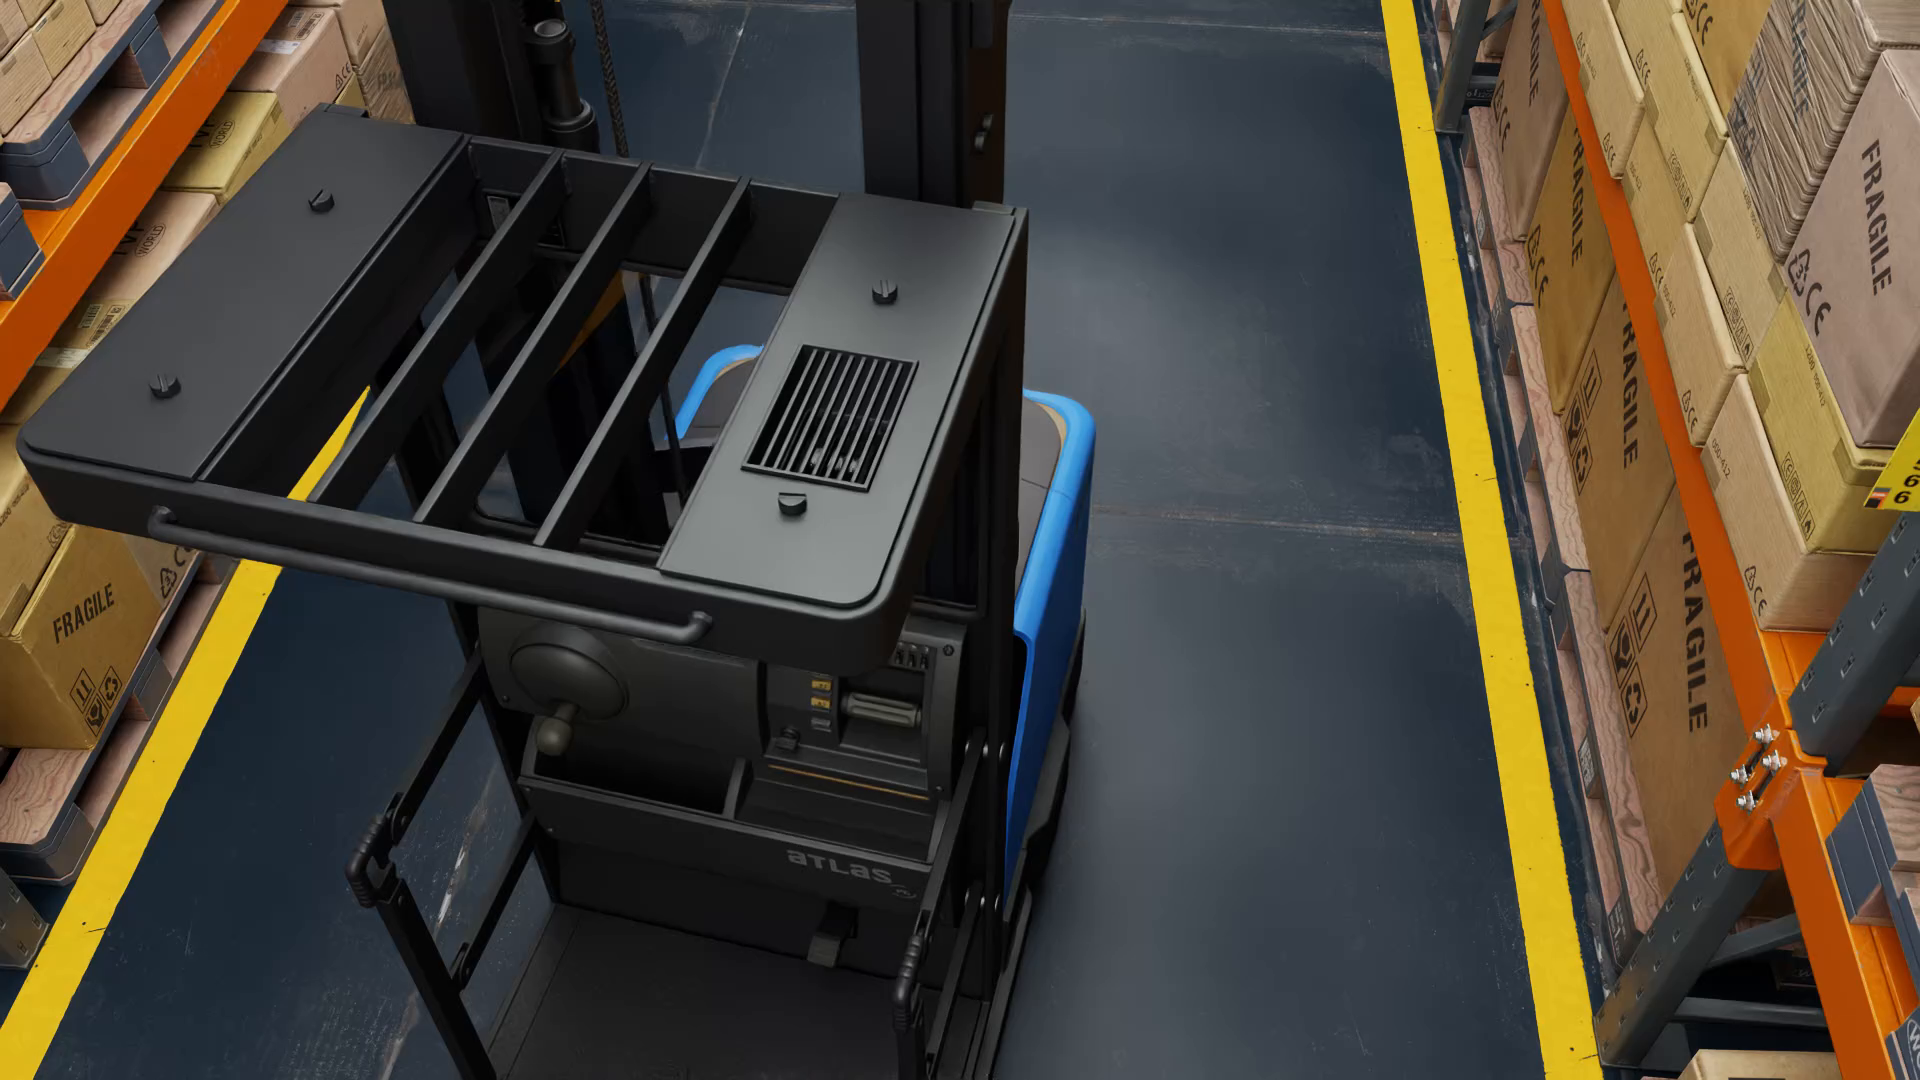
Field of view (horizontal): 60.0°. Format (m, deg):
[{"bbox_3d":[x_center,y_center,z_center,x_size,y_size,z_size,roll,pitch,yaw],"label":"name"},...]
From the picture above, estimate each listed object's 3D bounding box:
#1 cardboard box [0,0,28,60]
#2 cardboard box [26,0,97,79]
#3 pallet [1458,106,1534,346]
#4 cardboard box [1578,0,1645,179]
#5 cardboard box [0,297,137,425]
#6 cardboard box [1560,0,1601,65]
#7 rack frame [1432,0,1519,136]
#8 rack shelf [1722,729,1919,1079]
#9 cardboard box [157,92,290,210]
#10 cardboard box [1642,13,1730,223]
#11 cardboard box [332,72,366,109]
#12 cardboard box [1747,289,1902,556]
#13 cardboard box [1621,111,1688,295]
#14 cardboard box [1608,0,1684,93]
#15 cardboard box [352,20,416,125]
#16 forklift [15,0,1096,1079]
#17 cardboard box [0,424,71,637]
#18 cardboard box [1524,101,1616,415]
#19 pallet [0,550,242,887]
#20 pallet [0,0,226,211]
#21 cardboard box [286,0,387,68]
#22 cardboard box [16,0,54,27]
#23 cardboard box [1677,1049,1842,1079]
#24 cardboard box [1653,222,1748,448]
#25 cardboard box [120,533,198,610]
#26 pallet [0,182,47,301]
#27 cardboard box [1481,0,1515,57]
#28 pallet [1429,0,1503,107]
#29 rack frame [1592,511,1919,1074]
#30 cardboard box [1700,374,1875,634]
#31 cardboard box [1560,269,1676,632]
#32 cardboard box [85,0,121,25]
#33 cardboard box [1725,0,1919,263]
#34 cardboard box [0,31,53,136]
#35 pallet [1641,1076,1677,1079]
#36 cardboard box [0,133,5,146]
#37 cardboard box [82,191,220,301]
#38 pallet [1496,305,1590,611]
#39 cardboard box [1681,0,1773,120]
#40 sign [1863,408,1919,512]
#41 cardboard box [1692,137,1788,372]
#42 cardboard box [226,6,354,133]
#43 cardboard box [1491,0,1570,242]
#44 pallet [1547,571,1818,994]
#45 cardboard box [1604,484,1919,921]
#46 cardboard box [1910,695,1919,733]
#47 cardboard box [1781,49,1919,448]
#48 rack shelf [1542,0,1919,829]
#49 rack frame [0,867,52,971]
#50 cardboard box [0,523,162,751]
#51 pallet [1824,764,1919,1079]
[{"bbox_3d":[-2.535,-1.256,4.050,0.380,0.149,0.250,4,48,4],"label":"cardboard box"},{"bbox_3d":[-2.508,-1.340,4.328,0.380,0.149,0.250,4,48,4],"label":"cardboard box"},{"bbox_3d":[2.439,-1.160,6.168,1.003,0.211,1.213,4,48,4],"label":"pallet"},{"bbox_3d":[1.969,-1.195,4.412,0.500,0.250,0.500,3,48,3],"label":"cardboard box"},{"bbox_3d":[-2.519,-0.407,4.491,0.500,0.250,0.500,3,48,3],"label":"cardboard box"},{"bbox_3d":[2.023,-1.562,4.747,0.500,0.250,0.500,4,48,3],"label":"cardboard box"},{"bbox_3d":[2.434,-2.674,5.663,1.000,3.000,0.127,4,48,4],"label":"rack frame"},{"bbox_3d":[1.888,1.978,1.895,1.077,0.370,4.000,4,48,4],"label":"rack shelf"},{"bbox_3d":[-2.414,-1.153,5.173,0.500,0.250,0.500,2,48,2],"label":"cardboard box"},{"bbox_3d":[1.930,-0.980,3.876,0.500,0.250,0.500,3,48,3],"label":"cardboard box"},{"bbox_3d":[-2.368,-1.293,5.809,0.500,0.500,0.500,3,48,3],"label":"cardboard box"},{"bbox_3d":[1.861,-0.225,3.186,0.500,0.250,0.500,4,48,3],"label":"cardboard box"},{"bbox_3d":[1.950,-0.818,4.067,0.500,0.250,0.500,3,48,3],"label":"cardboard box"},{"bbox_3d":[1.977,-1.362,4.225,0.500,0.250,0.500,3,48,2],"label":"cardboard box"},{"bbox_3d":[-2.321,-1.670,6.154,0.500,0.500,0.500,3,48,3],"label":"cardboard box"},{"bbox_3d":[-0.503,0.357,2.937,1.130,2.935,3.031,10,48,9],"label":"forklift"},{"bbox_3d":[-2.565,-0.035,4.150,0.500,0.250,0.500,2,48,2],"label":"cardboard box"},{"bbox_3d":[2.383,-0.973,5.262,0.875,0.875,0.875,5,48,5],"label":"cardboard box"},{"bbox_3d":[-2.796,0.374,4.765,1.003,0.211,1.213,4,48,4],"label":"pallet"},{"bbox_3d":[-2.729,-1.386,4.615,1.003,0.211,1.213,4,48,4],"label":"pallet"},{"bbox_3d":[-2.320,-1.919,5.874,0.500,0.250,0.500,3,48,2],"label":"cardboard box"},{"bbox_3d":[-2.509,-1.438,4.217,0.380,0.149,0.250,3,48,3],"label":"cardboard box"},{"bbox_3d":[2.008,1.425,3.410,0.950,0.372,0.625,1,48,1],"label":"cardboard box"},{"bbox_3d":[1.888,-0.449,3.730,0.500,0.250,0.500,5,48,4],"label":"cardboard box"},{"bbox_3d":[-2.508,-0.163,4.776,0.500,0.500,0.500,4,48,4],"label":"cardboard box"},{"bbox_3d":[-2.910,-0.459,3.767,1.213,0.211,1.003,4,48,4],"label":"pallet"},{"bbox_3d":[2.599,-2.405,6.868,0.875,0.438,0.875,3,48,3],"label":"cardboard box"},{"bbox_3d":[2.582,-2.286,7.198,1.003,0.211,1.213,4,48,4],"label":"pallet"},{"bbox_3d":[2.070,0.266,2.974,1.000,3.000,0.127,4,48,4],"label":"rack frame"},{"bbox_3d":[1.857,-0.073,3.385,0.500,0.250,0.500,2,48,2],"label":"cardboard box"},{"bbox_3d":[2.301,-0.316,4.662,0.875,0.875,0.875,4,48,4],"label":"cardboard box"},{"bbox_3d":[-2.483,-1.531,4.503,0.380,0.149,0.250,2,48,2],"label":"cardboard box"},{"bbox_3d":[1.895,-0.881,3.277,0.500,0.500,0.500,5,48,4],"label":"cardboard box"},{"bbox_3d":[-2.533,-1.155,4.159,0.380,0.149,0.250,5,48,5],"label":"cardboard box"},{"bbox_3d":[1.997,1.781,3.478,1.003,0.211,1.213,4,48,4],"label":"pallet"},{"bbox_3d":[-2.555,-0.959,3.980,0.380,0.149,0.250,6,48,5],"label":"cardboard box"},{"bbox_3d":[-2.461,-0.770,4.823,0.500,0.250,0.500,4,48,4],"label":"cardboard box"},{"bbox_3d":[2.331,-0.262,5.346,1.003,0.211,1.213,4,48,4],"label":"pallet"},{"bbox_3d":[1.947,-1.245,3.611,0.500,0.500,0.500,4,48,4],"label":"cardboard box"},{"bbox_3d":[1.517,-0.160,2.579,0.100,0.325,0.005,4,48,4],"label":"sign"},{"bbox_3d":[1.904,-0.602,3.531,0.500,0.250,0.500,3,48,3],"label":"cardboard box"},{"bbox_3d":[-2.380,-1.542,5.529,0.500,0.250,0.500,6,48,5],"label":"cardboard box"},{"bbox_3d":[2.458,-1.637,5.870,0.875,0.875,0.875,5,48,5],"label":"cardboard box"},{"bbox_3d":[2.217,0.633,4.528,1.003,0.211,1.213,4,48,4],"label":"pallet"},{"bbox_3d":[2.216,0.339,4.062,0.875,0.875,0.875,3,48,3],"label":"cardboard box"},{"bbox_3d":[1.798,0.305,2.384,0.500,0.500,0.500,3,48,2],"label":"cardboard box"},{"bbox_3d":[1.857,-0.503,2.932,0.500,0.500,0.500,3,48,2],"label":"cardboard box"},{"bbox_3d":[2.252,-0.961,4.584,1.077,0.370,4.000,4,48,4],"label":"rack shelf"},{"bbox_3d":[-2.869,0.007,3.211,1.000,3.000,0.127,4,48,4],"label":"rack frame"},{"bbox_3d":[-2.550,0.206,4.438,0.500,0.500,0.500,2,48,2],"label":"cardboard box"},{"bbox_3d":[2.111,0.861,2.559,1.213,0.211,1.003,4,48,4],"label":"pallet"}]
